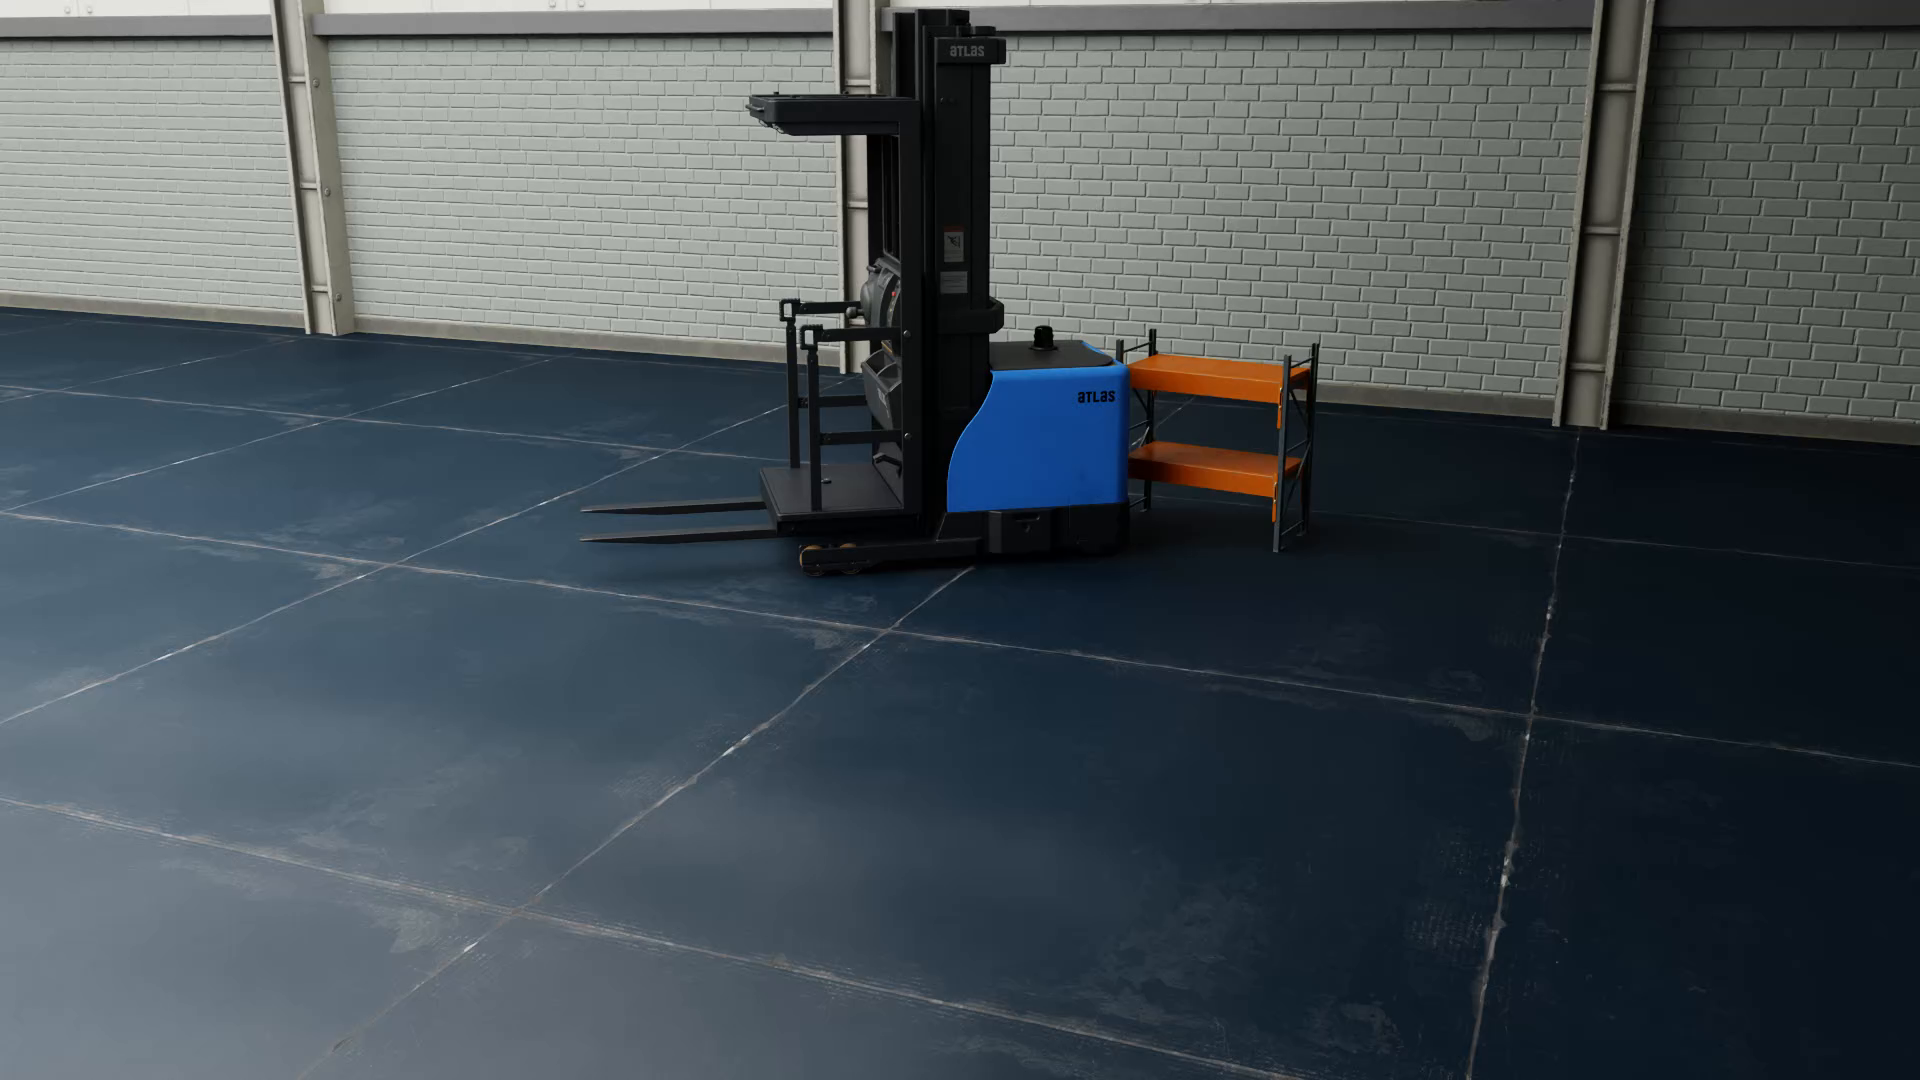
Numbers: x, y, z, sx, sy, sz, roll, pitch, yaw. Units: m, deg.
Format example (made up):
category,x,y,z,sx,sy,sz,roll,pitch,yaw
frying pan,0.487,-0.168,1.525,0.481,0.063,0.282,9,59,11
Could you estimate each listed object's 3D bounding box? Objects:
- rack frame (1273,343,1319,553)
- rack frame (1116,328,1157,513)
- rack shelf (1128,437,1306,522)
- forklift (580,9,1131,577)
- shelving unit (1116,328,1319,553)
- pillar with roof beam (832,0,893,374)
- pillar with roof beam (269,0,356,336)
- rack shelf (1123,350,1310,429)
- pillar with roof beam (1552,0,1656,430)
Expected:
category,x,y,z,sx,sy,sz,roll,pitch,yaw
rack frame,1.917,-0.529,9.479,0.032,1.125,0.500,9,19,30
rack frame,1.044,-0.675,9.980,0.032,1.125,0.500,9,19,30
rack shelf,1.481,-0.367,9.798,1.000,0.278,0.538,9,19,30
forklift,-0.617,-1.371,9.138,3.031,2.935,1.130,-3,17,-12
shelving unit,1.481,-0.602,9.730,1.048,1.125,0.538,9,19,30
pillar with roof beam,-2.408,-4.708,9.749,0.400,9.000,9.100,6,17,21
pillar with roof beam,-7.990,-5.322,11.864,0.400,9.000,9.100,6,17,21
rack shelf,1.481,-0.883,9.648,1.000,0.278,0.538,9,19,30
pillar with roof beam,3.173,-4.094,7.635,0.400,9.000,9.100,6,17,21
